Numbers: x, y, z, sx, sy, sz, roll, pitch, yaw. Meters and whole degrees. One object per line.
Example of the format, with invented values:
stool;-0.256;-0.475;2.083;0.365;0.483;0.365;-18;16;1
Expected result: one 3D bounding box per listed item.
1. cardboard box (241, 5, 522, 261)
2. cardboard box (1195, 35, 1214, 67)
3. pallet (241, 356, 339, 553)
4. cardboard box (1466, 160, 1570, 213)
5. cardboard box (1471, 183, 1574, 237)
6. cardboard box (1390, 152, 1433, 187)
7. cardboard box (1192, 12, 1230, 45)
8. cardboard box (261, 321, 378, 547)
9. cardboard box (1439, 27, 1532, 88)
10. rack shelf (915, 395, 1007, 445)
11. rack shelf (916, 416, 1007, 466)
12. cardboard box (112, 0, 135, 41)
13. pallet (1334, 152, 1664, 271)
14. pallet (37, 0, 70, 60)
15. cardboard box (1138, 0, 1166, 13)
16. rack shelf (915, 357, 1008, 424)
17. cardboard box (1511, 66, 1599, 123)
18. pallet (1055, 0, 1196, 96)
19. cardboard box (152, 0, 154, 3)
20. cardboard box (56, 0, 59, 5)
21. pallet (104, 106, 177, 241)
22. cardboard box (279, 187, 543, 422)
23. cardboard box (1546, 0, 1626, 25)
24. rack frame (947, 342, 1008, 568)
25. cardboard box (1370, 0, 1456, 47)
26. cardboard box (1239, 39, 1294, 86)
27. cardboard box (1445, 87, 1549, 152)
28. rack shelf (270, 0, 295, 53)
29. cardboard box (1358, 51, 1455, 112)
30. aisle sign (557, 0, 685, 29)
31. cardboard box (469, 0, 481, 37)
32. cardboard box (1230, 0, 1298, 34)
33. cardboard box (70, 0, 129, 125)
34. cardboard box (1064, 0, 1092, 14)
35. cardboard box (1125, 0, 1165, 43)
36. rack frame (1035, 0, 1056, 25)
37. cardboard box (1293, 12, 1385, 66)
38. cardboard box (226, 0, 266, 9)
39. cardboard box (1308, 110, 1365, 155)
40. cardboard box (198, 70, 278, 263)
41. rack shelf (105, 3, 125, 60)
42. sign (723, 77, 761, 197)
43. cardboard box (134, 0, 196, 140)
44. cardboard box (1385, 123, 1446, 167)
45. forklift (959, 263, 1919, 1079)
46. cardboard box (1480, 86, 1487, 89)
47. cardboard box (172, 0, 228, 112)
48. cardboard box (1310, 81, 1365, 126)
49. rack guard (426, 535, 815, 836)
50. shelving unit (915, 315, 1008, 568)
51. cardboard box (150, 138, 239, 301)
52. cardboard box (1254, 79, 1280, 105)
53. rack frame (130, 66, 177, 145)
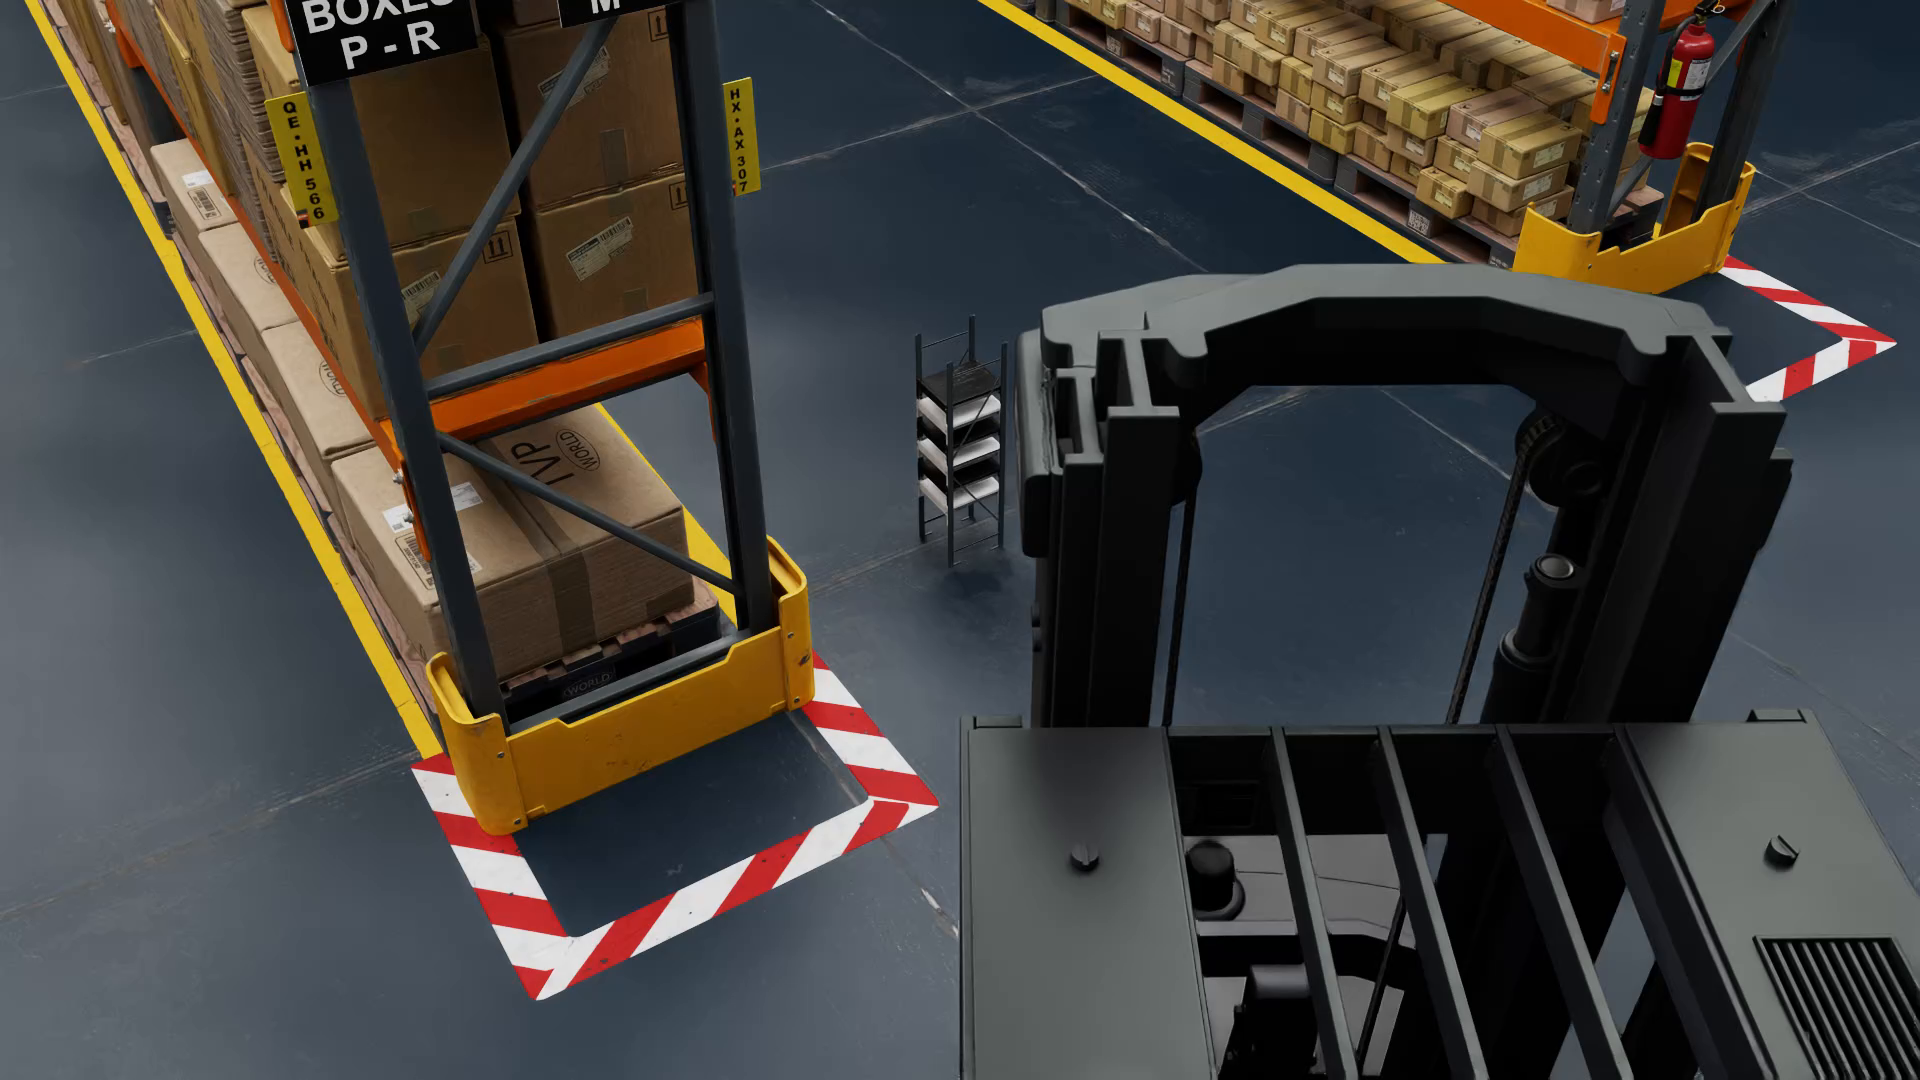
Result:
cardboard box;-1.523;-1.126;4.399;0.500;0.500;0.500;-21;44;-23
cardboard box;1.504;-2.689;9.032;0.380;0.149;0.250;-24;45;-26
pallet;-2.210;-0.516;6.705;1.003;0.211;1.213;-22;45;-24
cardboard box;2.532;-1.651;7.554;0.380;0.149;0.250;-23;45;-25
cardboard box;2.598;-1.562;7.680;0.380;0.149;0.250;-21;44;-24
cardboard box;2.305;-1.838;8.012;0.380;0.149;0.250;-22;45;-25
cardboard box;1.475;-2.789;8.921;0.380;0.149;0.250;-20;44;-22
cardboard box;-2.001;-0.515;6.198;0.875;0.438;0.875;-21;44;-23
cardboard box;2.581;-2.371;8.186;0.380;0.149;0.250;-24;46;-26
rack shelf;0.004;-0.454;5.863;0.258;0.077;0.200;-22;45;-24
rack shelf;0.004;-0.385;5.920;0.258;0.077;0.200;-22;45;-24
cardboard box;-3.182;-2.379;6.684;0.500;0.500;0.500;-21;44;-23
pallet;2.609;-1.704;8.130;1.003;0.211;1.213;-22;45;-24
pallet;-5.004;-3.320;10.070;1.003;0.211;1.213;-22;45;-24
cardboard box;1.204;-3.092;9.284;0.380;0.149;0.250;-22;45;-25
rack shelf;0.004;-0.523;5.805;0.258;0.077;0.200;-22;45;-24
cardboard box;2.812;-2.085;7.844;0.380;0.149;0.250;-21;44;-24
pallet;1.297;-3.021;9.711;1.003;0.211;1.213;-22;45;-24
cardboard box;-2.629;-2.211;5.701;0.500;0.500;0.500;-21;44;-24
cardboard box;-5.063;-3.787;9.783;0.875;0.875;0.875;-23;45;-25
pallet;-3.692;-2.003;8.489;1.003;0.211;1.213;-22;45;-24
cardboard box;-1.545;-0.733;4.708;0.500;0.500;0.500;-22;45;-24
cardboard box;2.643;-2.266;6.822;0.380;0.149;0.250;-22;45;-24
rack frame;0.059;-0.286;5.891;0.240;0.900;0.006;-22;45;-24
cardboard box;2.337;-2.682;8.559;0.380;0.149;0.250;-22;44;-24
cardboard box;1.668;-2.489;8.561;0.380;0.149;0.250;-22;44;-24
cardboard box;2.472;-1.932;7.660;0.380;0.149;0.250;-21;44;-24
rack shelf;-2.138;-2.481;5.103;1.077;0.370;4.000;-22;45;-24
cardboard box;2.139;-2.190;7.969;0.380;0.149;0.250;-24;45;-26
aisle sign;-0.779;-1.585;3.778;0.394;0.787;0.004;-22;45;-24
cardboard box;-1.424;-1.322;4.127;0.380;0.149;0.250;-22;44;-24
cardboard box;1.636;-2.774;8.670;0.380;0.149;0.250;-24;45;-26
cardboard box;-4.107;-2.821;8.624;0.875;0.875;0.875;-21;44;-23
cardboard box;0.831;-3.202;9.648;0.380;0.149;0.250;-24;46;-26
cardboard box;1.151;-2.942;9.336;0.380;0.149;0.250;-22;45;-25
rack frame;0.906;-4.443;9.238;1.000;3.000;0.127;-22;45;-24
cardboard box;1.900;-2.496;8.336;0.380;0.149;0.250;-24;45;-26
cardboard box;-1.791;-1.561;4.414;0.380;0.149;0.250;-23;45;-25
cardboard box;1.971;-2.083;8.306;0.380;0.149;0.250;-24;46;-26
cardboard box;-2.087;-1.283;5.369;0.500;0.500;0.500;-21;44;-23
rack shelf;-4.289;-3.487;8.654;1.077;0.370;4.000;-22;45;-24
sign;-0.591;-1.076;4.460;0.100;0.325;0.005;-22;45;-24
cardboard box;-2.653;-1.835;6.031;0.500;0.500;0.500;-22;45;-24
cardboard box;2.251;-1.930;7.890;0.380;0.149;0.250;-24;45;-26
forklift;0.544;1.201;2.519;1.130;2.935;3.031;0;40;0
cardboard box;2.639;-2.280;8.309;0.380;0.149;0.250;-21;44;-23
cardboard box;-2.092;-1.666;5.047;0.500;0.500;0.500;-22;45;-25
cardboard box;1.962;-2.206;8.220;0.380;0.149;0.250;-22;44;-24
rack guard;-1.050;0.448;5.322;1.175;0.500;0.348;-22;45;-24
shelving unit;0.004;-0.341;5.957;0.258;0.900;0.210;-22;45;-24
cardboard box;-2.966;-1.485;7.363;0.875;0.438;0.875;-23;45;-25
cardboard box;1.768;-2.400;8.686;0.380;0.149;0.250;-21;44;-23
rack frame;-3.213;-2.684;7.128;1.000;3.000;0.127;-22;45;-24
